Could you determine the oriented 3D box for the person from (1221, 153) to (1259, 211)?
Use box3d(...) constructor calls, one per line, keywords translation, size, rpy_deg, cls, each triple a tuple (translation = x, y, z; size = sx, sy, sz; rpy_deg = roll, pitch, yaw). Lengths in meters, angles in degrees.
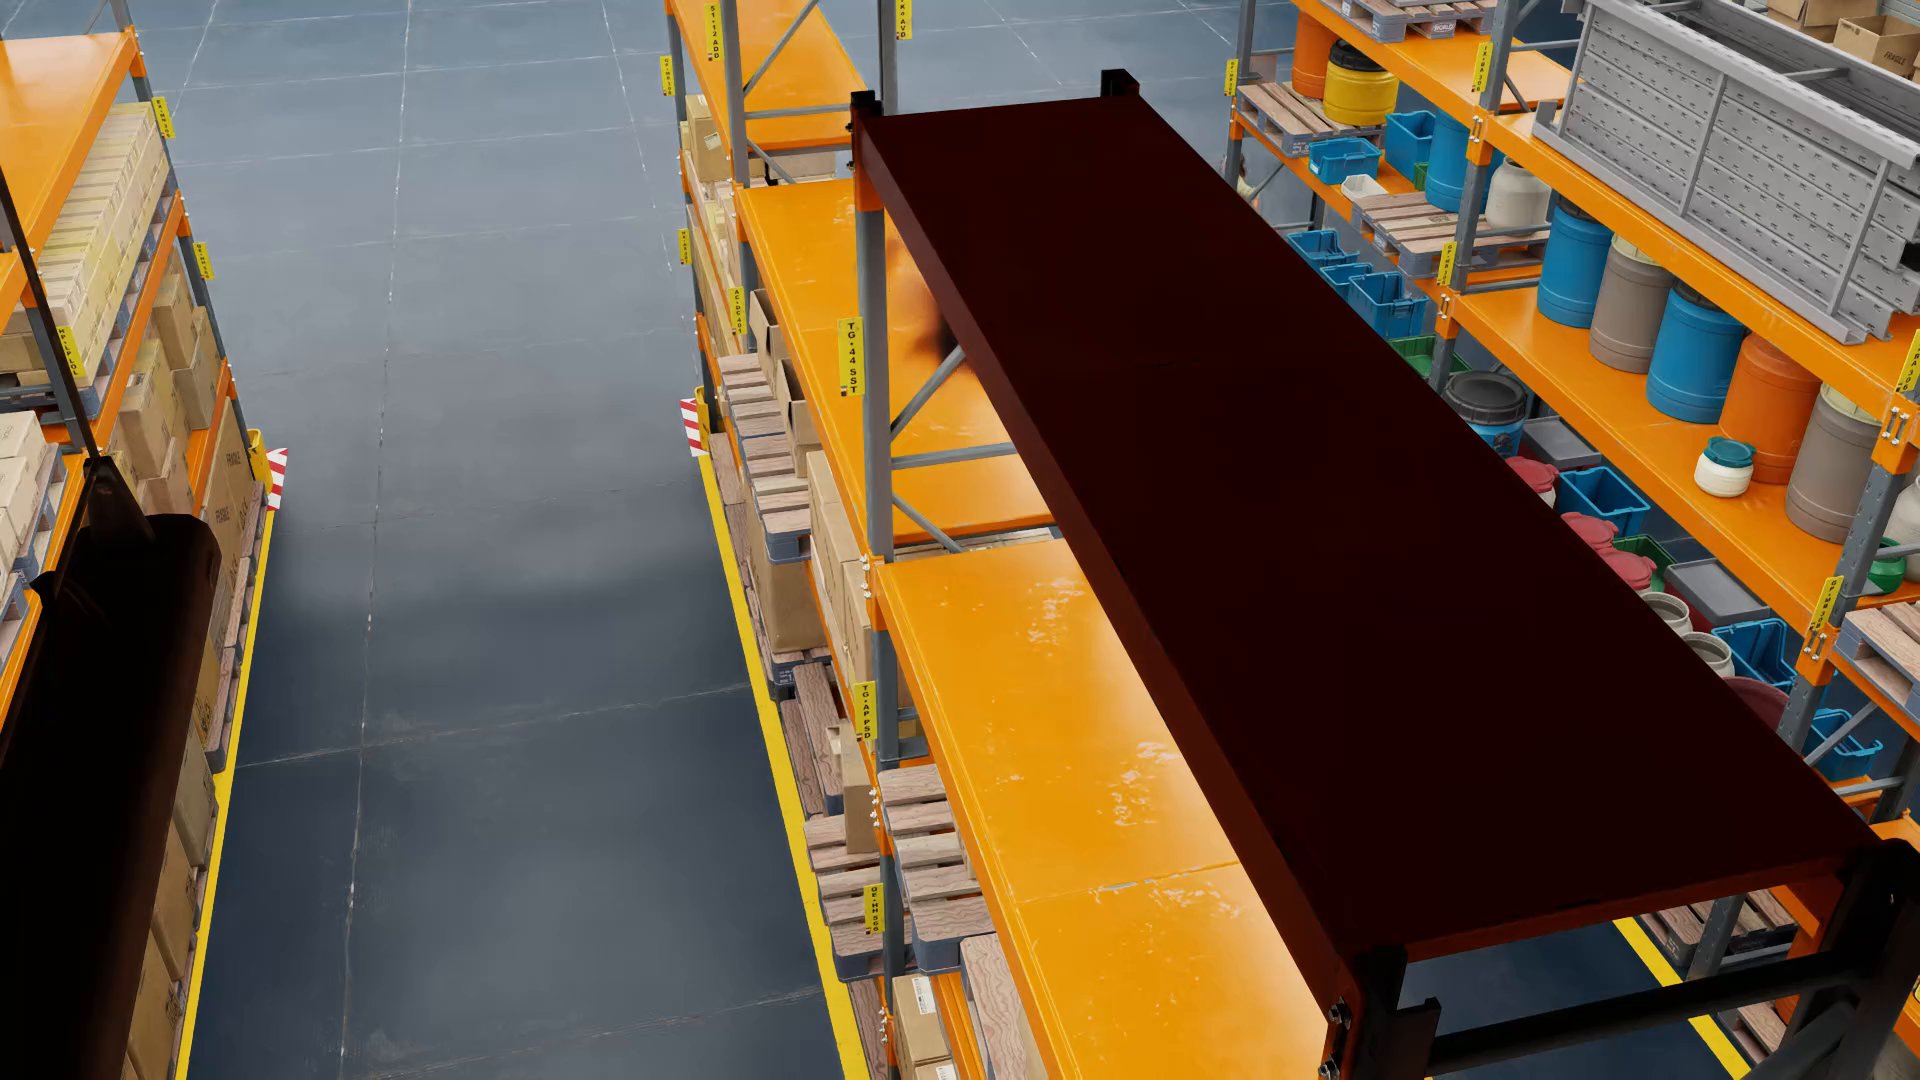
box3d(translation=(2.850, -3.218, 17.296), size=(0.839, 1.718, 0.523), rpy_deg=(7, 35, 11), cls="person")
